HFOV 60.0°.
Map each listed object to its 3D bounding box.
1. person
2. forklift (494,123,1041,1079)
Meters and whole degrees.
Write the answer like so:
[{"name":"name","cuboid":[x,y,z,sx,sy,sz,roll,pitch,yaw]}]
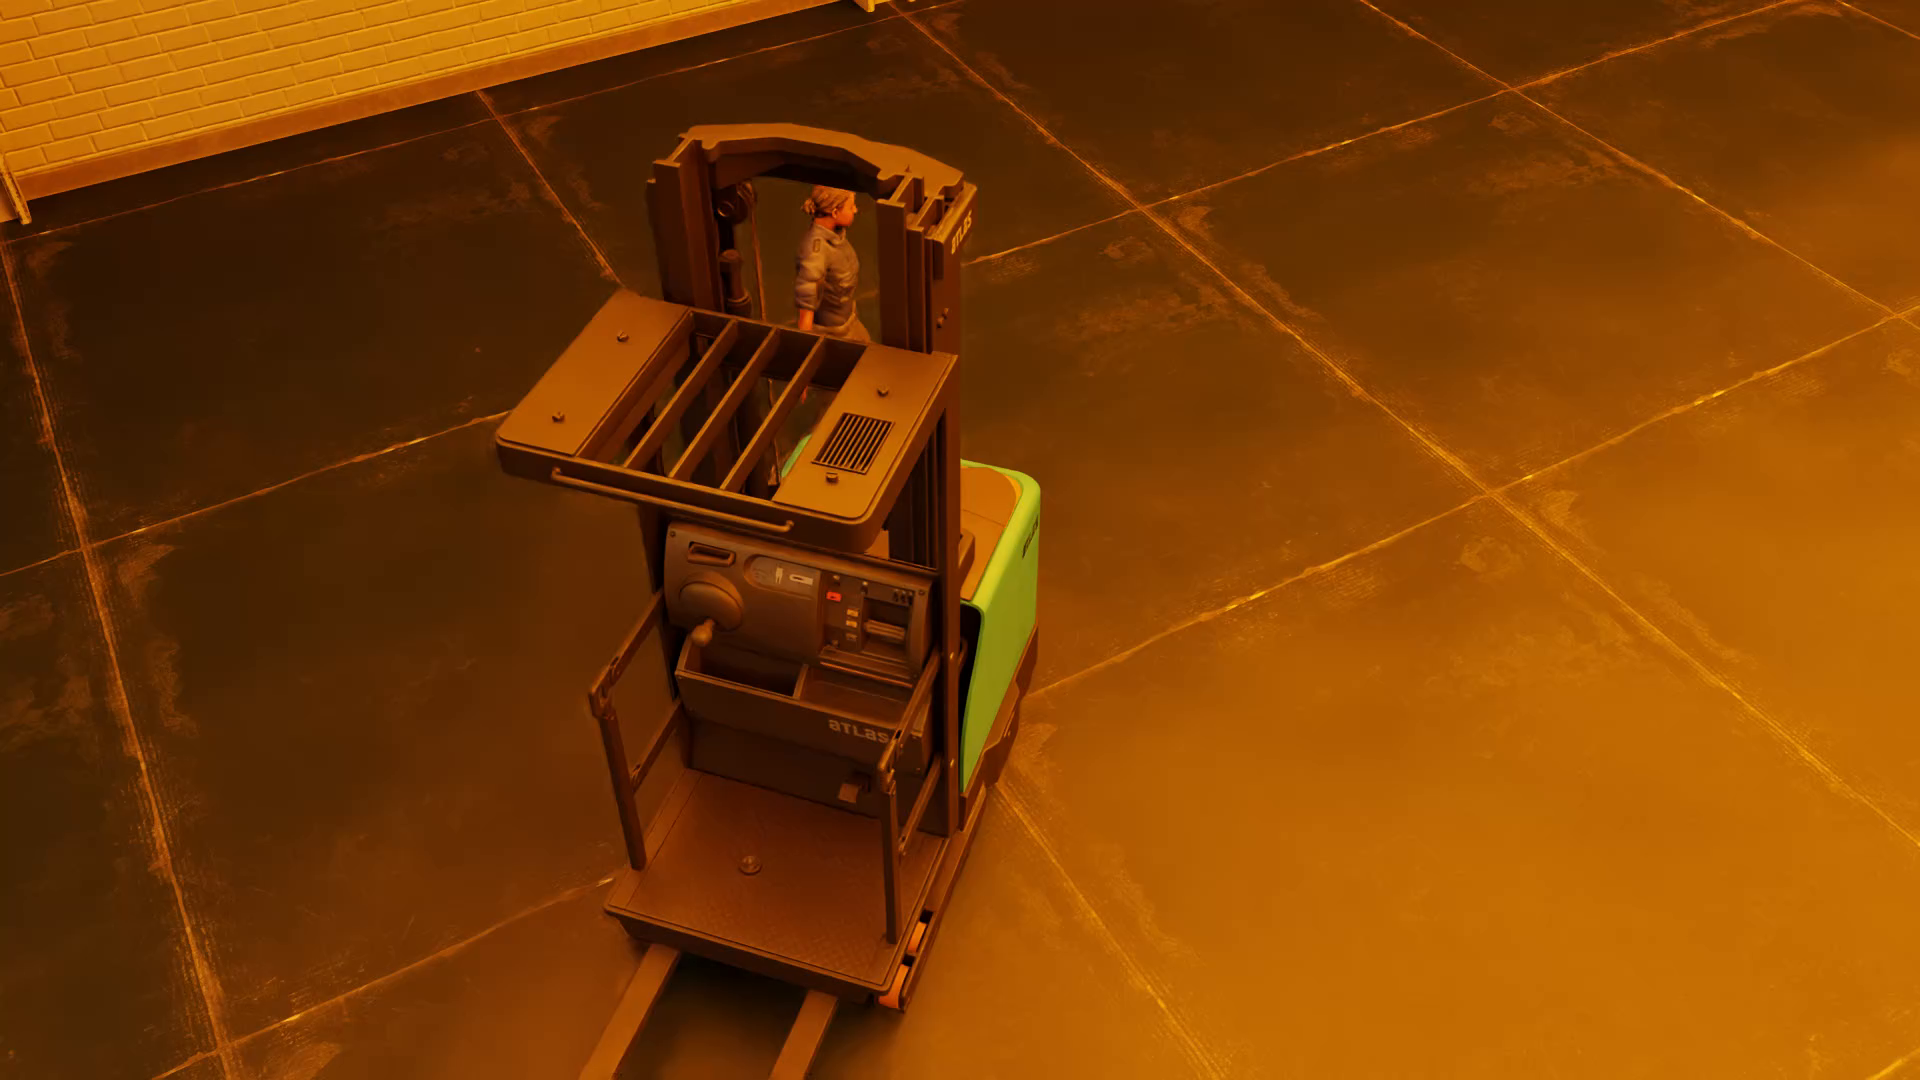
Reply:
[{"name":"person","cuboid":[-0.668,-0.934,7.709,0.466,1.588,0.817,5,43,5]},{"name":"forklift","cuboid":[-0.615,0.305,5.369,1.130,2.935,3.031,13,44,13]}]
